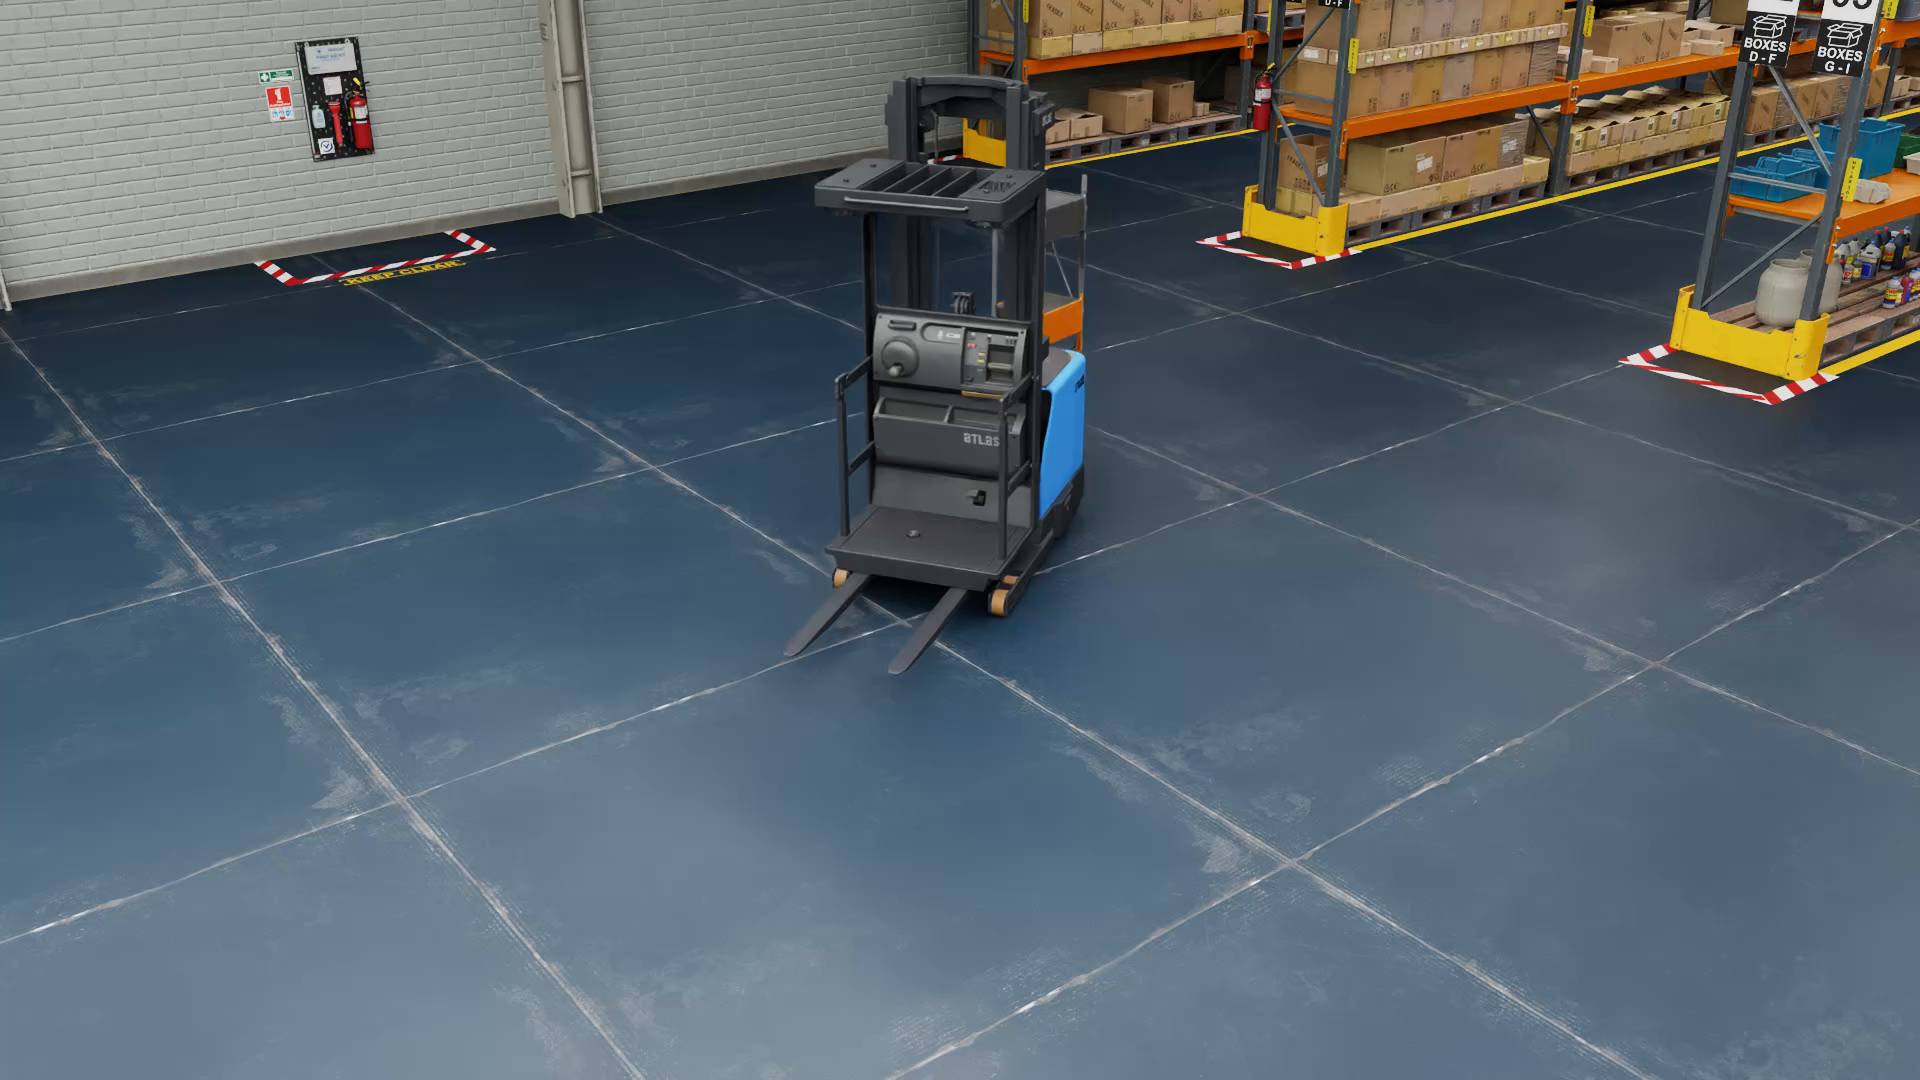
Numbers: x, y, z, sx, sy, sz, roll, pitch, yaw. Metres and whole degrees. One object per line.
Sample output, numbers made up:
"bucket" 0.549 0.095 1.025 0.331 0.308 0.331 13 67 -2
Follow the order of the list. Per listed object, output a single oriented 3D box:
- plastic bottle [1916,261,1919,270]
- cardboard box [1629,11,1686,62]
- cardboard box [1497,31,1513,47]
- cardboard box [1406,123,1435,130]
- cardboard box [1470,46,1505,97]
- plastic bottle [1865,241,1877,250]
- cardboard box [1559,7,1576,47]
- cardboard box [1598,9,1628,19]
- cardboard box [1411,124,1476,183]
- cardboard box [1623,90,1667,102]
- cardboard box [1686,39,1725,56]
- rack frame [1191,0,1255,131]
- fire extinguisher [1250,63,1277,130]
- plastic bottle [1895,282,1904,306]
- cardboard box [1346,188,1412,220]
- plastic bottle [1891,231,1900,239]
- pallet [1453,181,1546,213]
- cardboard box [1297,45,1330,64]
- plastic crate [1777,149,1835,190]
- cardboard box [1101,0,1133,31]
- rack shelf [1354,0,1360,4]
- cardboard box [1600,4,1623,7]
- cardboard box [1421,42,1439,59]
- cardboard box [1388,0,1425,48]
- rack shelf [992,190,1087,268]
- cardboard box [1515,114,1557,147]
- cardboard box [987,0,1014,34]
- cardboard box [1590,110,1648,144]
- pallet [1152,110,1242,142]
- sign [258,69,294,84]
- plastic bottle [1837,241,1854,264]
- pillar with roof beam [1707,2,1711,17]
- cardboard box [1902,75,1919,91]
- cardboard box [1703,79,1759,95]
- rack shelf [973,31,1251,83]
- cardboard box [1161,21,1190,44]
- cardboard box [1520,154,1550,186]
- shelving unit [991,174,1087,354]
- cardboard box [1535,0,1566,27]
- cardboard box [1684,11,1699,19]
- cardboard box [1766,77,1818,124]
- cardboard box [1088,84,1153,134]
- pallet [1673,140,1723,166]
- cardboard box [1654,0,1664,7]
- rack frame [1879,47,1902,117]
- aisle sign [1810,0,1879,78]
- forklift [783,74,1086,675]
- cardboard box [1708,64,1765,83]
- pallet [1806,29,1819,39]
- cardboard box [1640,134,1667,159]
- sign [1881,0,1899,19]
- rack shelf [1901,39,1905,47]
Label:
"plastic bottle" 8.777 -2.452 15.174 0.133 0.283 0.061 -18 31 -34
"cardboard box" 8.491 -6.172 20.366 0.500 0.500 0.500 -20 32 -37
"cardboard box" 5.770 -5.463 18.068 0.250 0.149 0.380 -18 31 -34
"cardboard box" 4.917 -4.405 18.554 0.500 0.500 0.500 -18 31 -34
"cardboard box" 5.500 -5.188 18.247 0.500 0.500 0.700 -18 30 -33
"plastic bottle" 8.575 -2.677 15.673 0.097 0.271 0.097 0 25 0
"cardboard box" 9.458 -8.250 27.018 0.750 0.750 0.750 -18 30 -33
"cardboard box" 10.923 -8.786 27.819 0.250 0.149 0.380 -17 30 -32
"cardboard box" 5.247 -4.227 18.172 0.500 0.500 0.500 -18 31 -34
"cardboard box" 8.800 -5.587 21.327 0.500 0.311 0.500 -19 31 -35
"cardboard box" 9.264 -6.128 20.690 0.250 0.149 0.380 -18 31 -34
"rack frame" 3.594 -7.169 22.633 0.127 3.000 1.000 -18 31 -34
"fire extinguisher" 3.127 -4.578 17.142 0.183 0.674 0.296 -18 31 -34
"plastic bottle" 8.260 -2.172 14.669 0.097 0.201 0.097 0 25 0
"cardboard box" 4.457 -3.629 17.774 0.500 0.250 0.500 -18 31 -34
"plastic bottle" 8.949 -2.820 15.976 0.135 0.276 0.152 -17 30 -32
"pallet" 6.002 -4.071 19.271 1.213 0.211 1.003 -18 31 -34
"cardboard box" 3.689 -4.991 17.052 0.250 0.149 0.380 -19 31 -35
"plastic crate" 7.284 -3.176 14.207 0.408 0.251 0.499 -18 31 -34
"cardboard box" 1.813 -6.692 20.870 0.500 0.500 0.500 -19 31 -36
"rack shelf" 5.080 -6.043 17.500 4.000 0.370 1.077 -18 31 -34
"cardboard box" 11.124 -9.057 28.403 0.250 0.149 0.380 -18 30 -34
"cardboard box" 4.759 -5.128 17.347 0.250 0.149 0.380 -19 31 -36
"cardboard box" 4.334 -5.392 17.146 0.500 0.500 0.700 -19 31 -35
"rack shelf" 0.526 -2.035 11.011 0.431 0.518 0.480 18 30 34
"cardboard box" 6.796 -4.926 19.903 0.500 0.311 0.500 -18 31 -34
"cardboard box" 0.686 -6.604 20.679 0.500 0.500 0.500 -19 31 -35
"cardboard box" 7.936 -5.014 20.092 0.500 0.311 0.500 -19 31 -36
"pallet" 3.087 -5.717 22.819 1.213 0.211 1.003 -18 31 -34
"sign" -6.716 -4.555 16.330 0.331 0.109 0.001 -18 31 -34
"plastic bottle" 8.187 -2.605 15.423 0.185 0.351 0.144 -17 30 -32
"pillar with roof beam" 17.285 -12.569 27.142 0.400 9.000 9.100 -18 31 -34
"cardboard box" 14.087 -6.786 24.652 0.250 0.166 0.380 -18 31 -34
"cardboard box" 10.393 -5.954 22.463 0.500 0.500 0.500 -17 30 -32
"rack shelf" 2.020 -6.323 21.665 4.000 0.370 1.077 -18 31 -34
"cardboard box" 2.625 -6.624 21.613 0.500 0.250 0.500 -18 31 -34
"cardboard box" 6.424 -4.279 19.174 0.500 0.250 0.500 -18 31 -34
"shelving unit" 0.526 -1.413 11.300 0.431 2.100 0.503 18 30 34
"cardboard box" 6.309 -6.045 18.552 0.500 0.500 0.700 -18 30 -34
"cardboard box" 12.548 -9.127 29.324 0.500 0.500 0.700 -18 31 -34
"cardboard box" 11.142 -5.923 22.397 0.500 0.500 0.500 -19 31 -35
"cardboard box" 2.103 -5.667 21.845 0.500 0.500 0.700 -21 32 -37
"pallet" 9.130 -5.102 21.492 1.213 0.211 1.003 -18 31 -34
"cardboard box" 12.125 -9.388 29.116 0.250 0.149 0.380 -18 30 -34
"rack frame" 12.949 -7.607 23.577 0.127 3.000 1.000 -18 31 -34
"aisle sign" 6.684 -3.911 12.526 0.004 0.787 0.394 -18 31 -34
"forklift" -0.134 -1.071 9.577 1.130 2.935 3.031 8 26 17
"cardboard box" 10.434 -6.310 22.339 0.500 0.250 0.500 -17 30 -32
"pallet" 11.329 -6.987 22.470 1.213 0.211 1.003 -18 31 -34
"cardboard box" 8.334 -4.894 20.500 0.500 0.250 0.500 -18 30 -33
"sign" 6.896 -4.029 12.294 0.005 0.325 0.100 -18 31 -34
"rack shelf" 14.523 -7.800 24.848 4.000 0.370 1.077 -18 31 -34
